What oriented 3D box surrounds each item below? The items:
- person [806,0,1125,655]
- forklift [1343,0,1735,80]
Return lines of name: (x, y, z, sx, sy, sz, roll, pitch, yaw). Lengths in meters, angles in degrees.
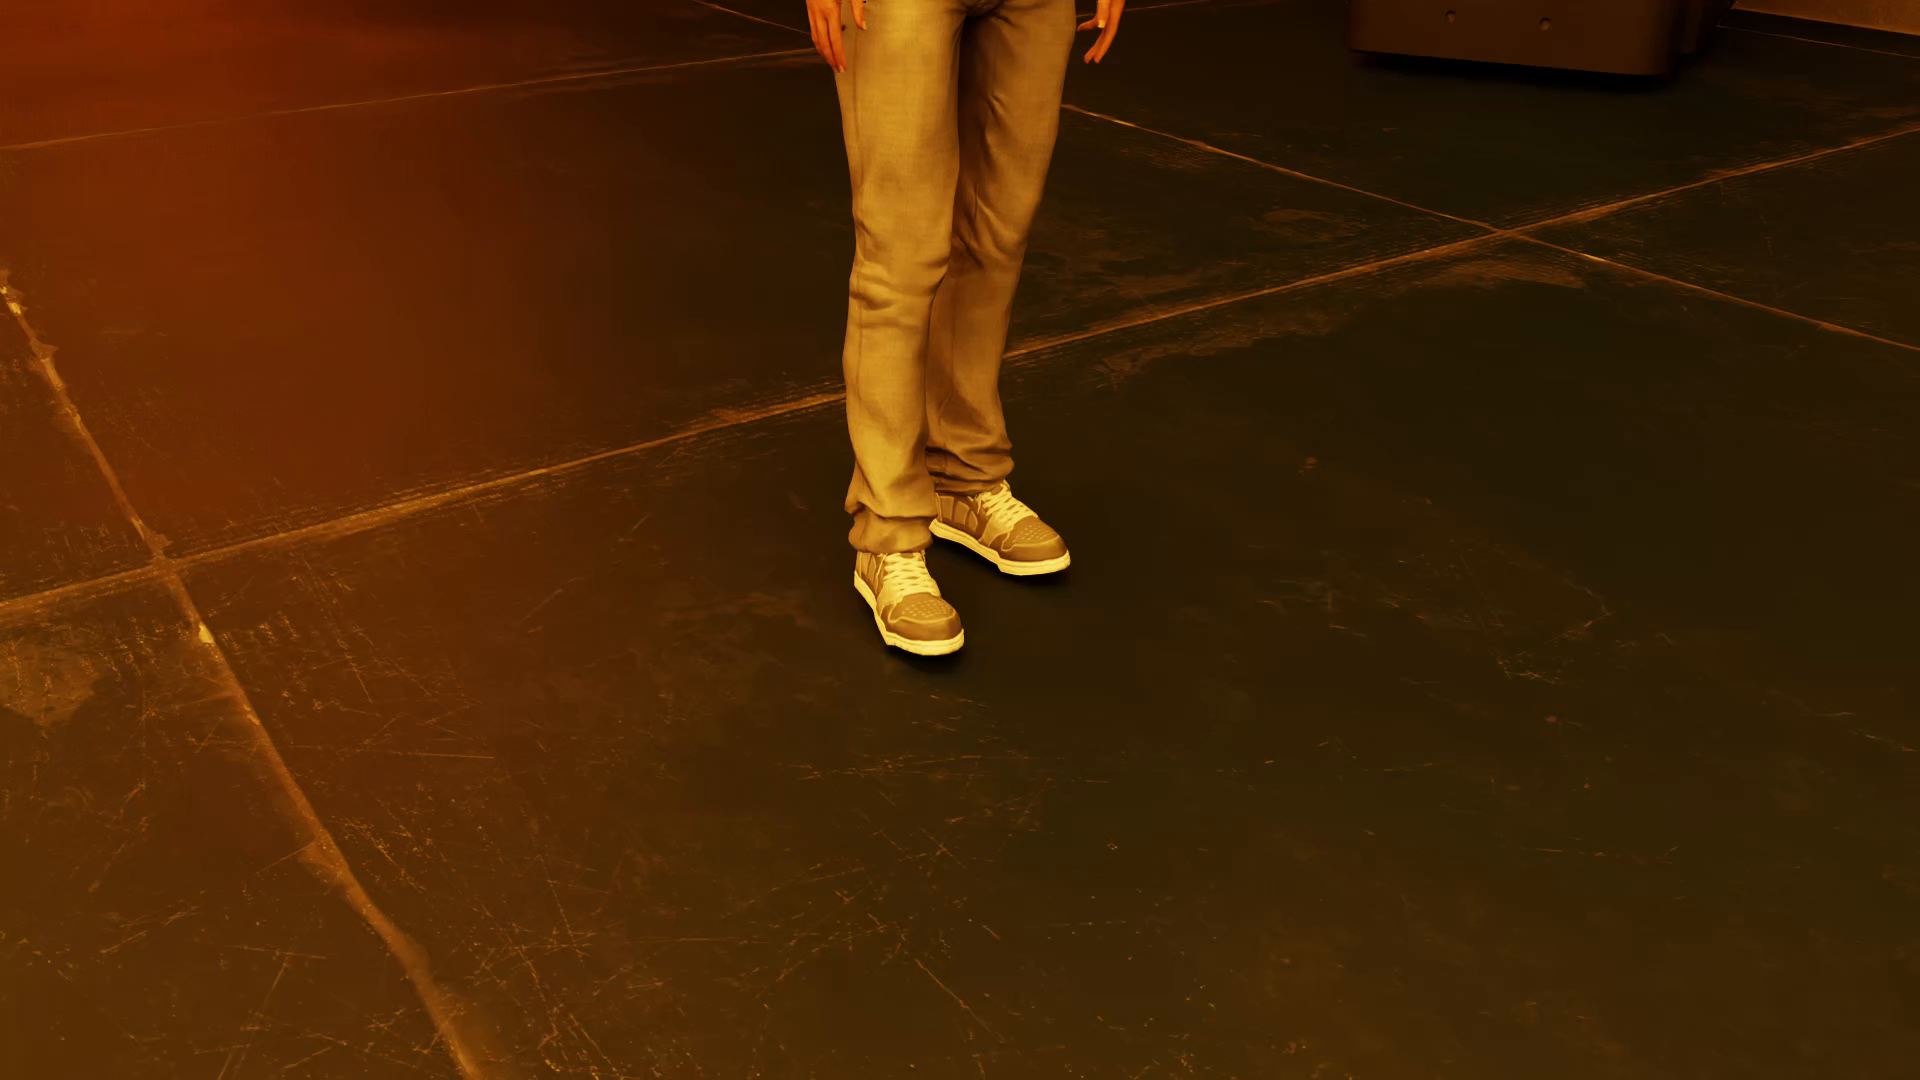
person: (0.031, -0.689, 2.077, 0.520, 1.599, 0.473, -17, 31, -31)
forklift: (2.466, -3.411, 6.031, 1.130, 2.935, 3.031, 14, 30, 25)
